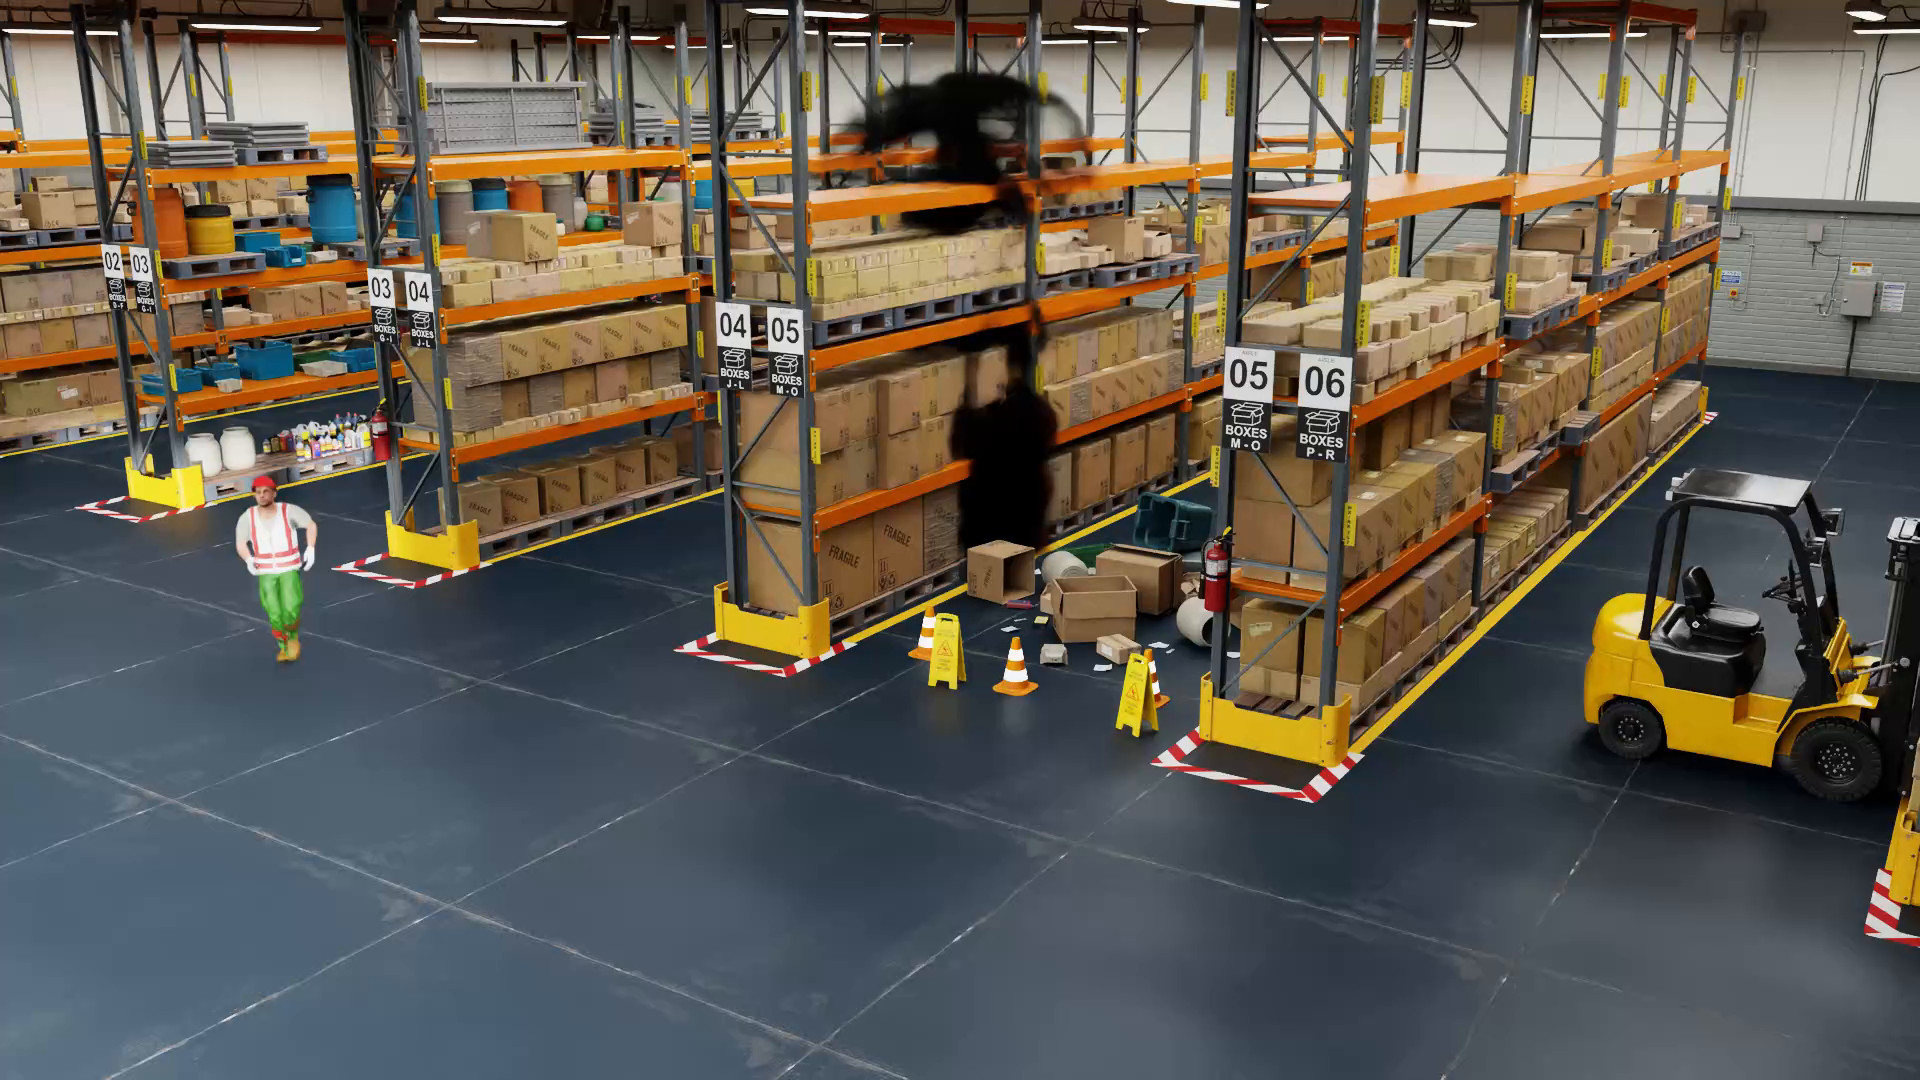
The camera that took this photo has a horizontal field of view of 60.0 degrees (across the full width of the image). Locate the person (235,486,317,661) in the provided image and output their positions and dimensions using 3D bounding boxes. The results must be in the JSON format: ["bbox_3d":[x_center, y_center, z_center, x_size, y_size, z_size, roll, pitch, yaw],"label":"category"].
[{"bbox_3d":[-6.145,0.285,15.006,0.673,1.692,0.449,-4,16,-14],"label":"person"}]
